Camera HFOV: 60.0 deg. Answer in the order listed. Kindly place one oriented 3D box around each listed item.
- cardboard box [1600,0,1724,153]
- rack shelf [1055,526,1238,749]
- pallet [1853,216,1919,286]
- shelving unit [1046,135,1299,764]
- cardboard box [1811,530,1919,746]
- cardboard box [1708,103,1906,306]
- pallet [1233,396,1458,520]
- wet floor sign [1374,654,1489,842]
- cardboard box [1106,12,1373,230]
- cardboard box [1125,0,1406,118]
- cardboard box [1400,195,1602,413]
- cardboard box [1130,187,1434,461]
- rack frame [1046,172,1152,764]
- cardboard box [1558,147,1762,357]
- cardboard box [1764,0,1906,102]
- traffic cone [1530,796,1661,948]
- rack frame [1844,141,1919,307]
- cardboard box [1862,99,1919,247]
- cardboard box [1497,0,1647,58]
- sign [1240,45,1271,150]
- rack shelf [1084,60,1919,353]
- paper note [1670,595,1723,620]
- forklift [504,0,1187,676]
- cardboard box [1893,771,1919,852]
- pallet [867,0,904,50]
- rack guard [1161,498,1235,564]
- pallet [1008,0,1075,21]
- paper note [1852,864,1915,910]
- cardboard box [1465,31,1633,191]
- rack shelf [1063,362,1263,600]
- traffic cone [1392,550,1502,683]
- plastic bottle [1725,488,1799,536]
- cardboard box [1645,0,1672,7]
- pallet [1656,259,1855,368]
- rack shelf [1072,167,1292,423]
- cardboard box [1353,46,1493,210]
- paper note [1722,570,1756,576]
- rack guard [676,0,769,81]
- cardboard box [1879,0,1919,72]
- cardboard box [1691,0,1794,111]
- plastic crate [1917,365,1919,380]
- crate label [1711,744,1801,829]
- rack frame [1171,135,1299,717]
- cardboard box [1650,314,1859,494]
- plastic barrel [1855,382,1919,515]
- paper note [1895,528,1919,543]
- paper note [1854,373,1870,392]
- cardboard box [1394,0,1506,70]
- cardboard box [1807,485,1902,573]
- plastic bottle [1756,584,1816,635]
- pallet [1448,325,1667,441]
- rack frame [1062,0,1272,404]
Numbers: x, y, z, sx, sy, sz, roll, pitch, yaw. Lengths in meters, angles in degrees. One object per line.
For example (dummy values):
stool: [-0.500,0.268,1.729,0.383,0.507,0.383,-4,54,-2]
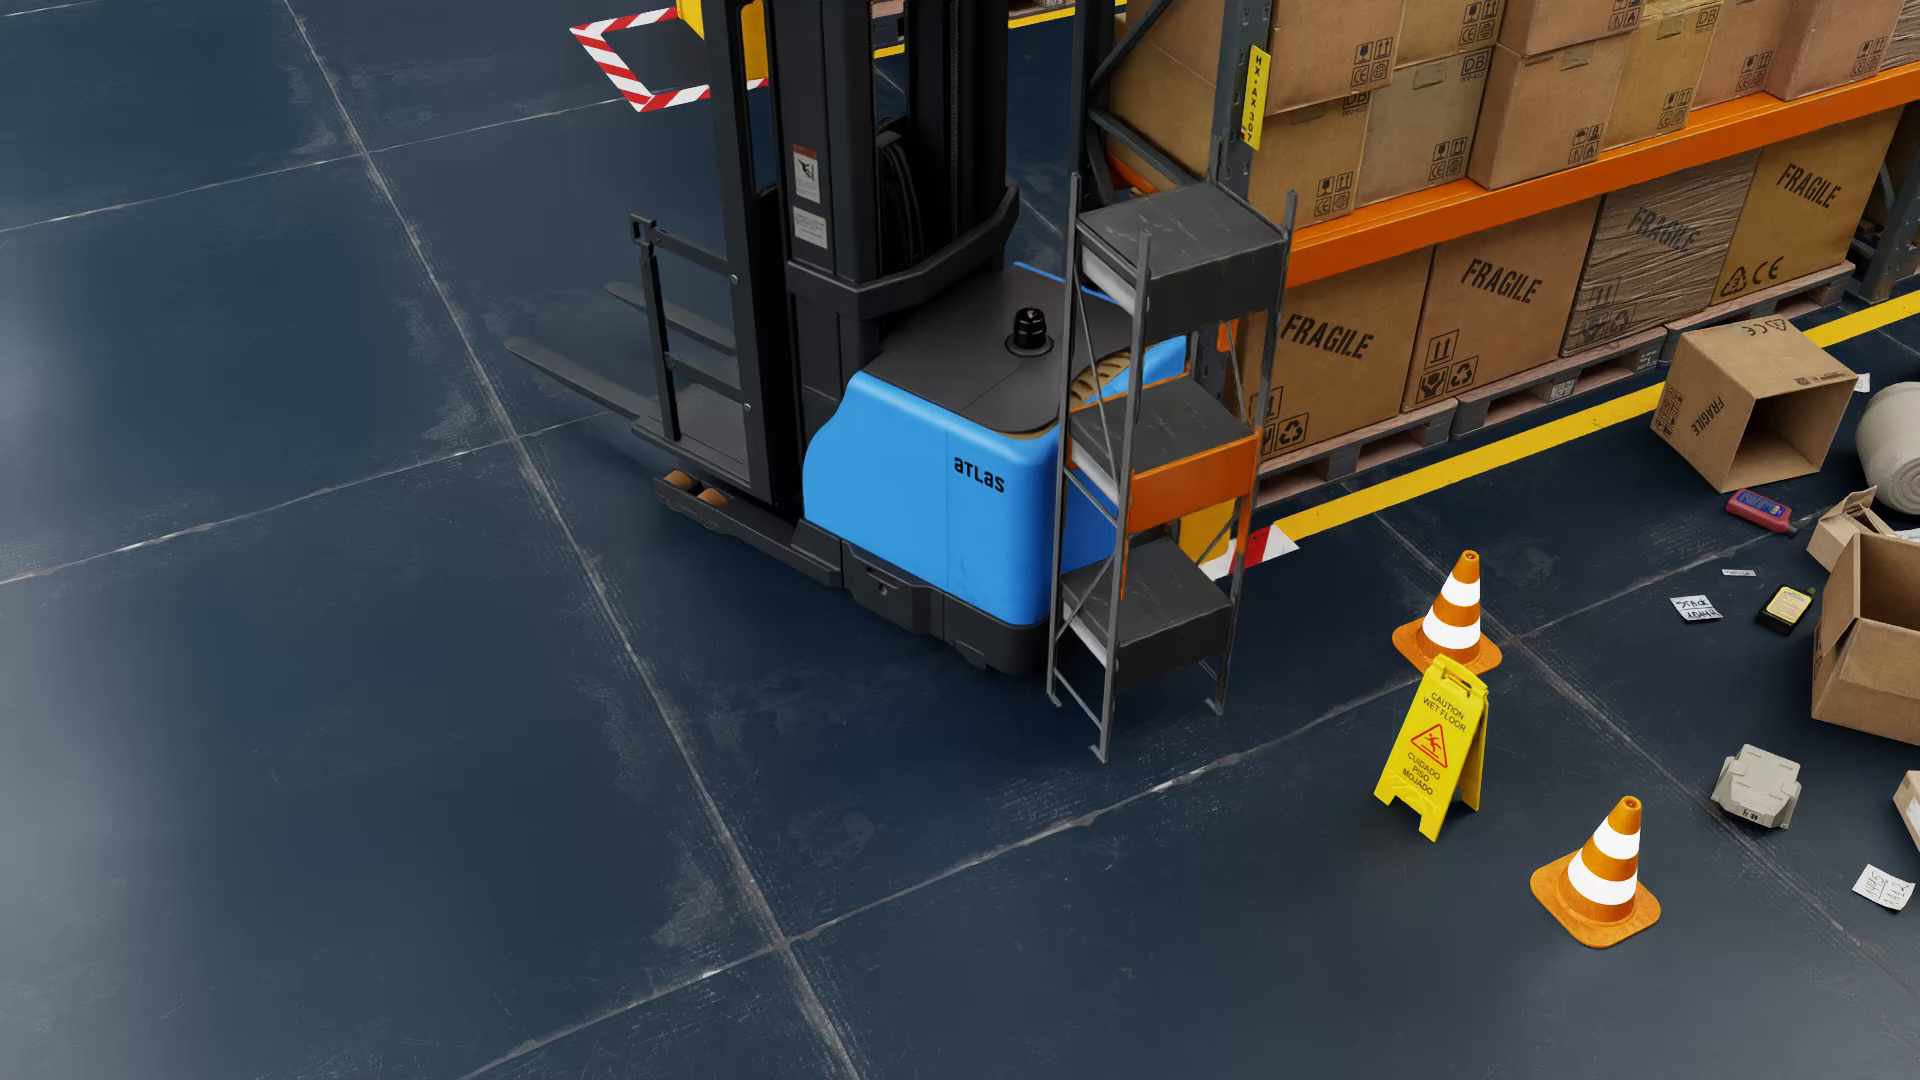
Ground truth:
cardboard box: [2.497,-2.038,6.720,0.500,0.550,0.875,-19,44,-21]
rack shelf: [0.632,0.339,5.829,0.480,0.518,0.431,-19,44,-21]
pallet: [4.902,-1.793,8.705,1.213,0.211,1.003,-19,44,-21]
shelving unit: [0.632,-0.206,5.368,0.503,2.100,0.431,-19,44,-21]
cardboard box: [3.470,0.394,5.895,0.797,0.503,0.637,15,42,17]
cardboard box: [3.663,-1.786,7.858,0.875,0.875,0.875,-18,43,-20]
pallet: [1.378,-0.609,7.307,1.213,0.211,1.003,-19,44,-21]
wet floor sign: [1.594,0.652,5.481,0.232,0.644,0.267,-26,47,-28]
cardboard box: [1.013,-1.584,6.184,0.550,0.550,0.875,-19,44,-21]
cardboard box: [1.052,-1.948,5.778,0.550,0.550,0.875,-19,44,-21]
cardboard box: [2.055,-1.244,7.217,0.875,0.875,0.875,-19,44,-21]
cardboard box: [1.276,-0.980,6.905,0.875,0.875,0.875,-18,44,-20]
rack frame: [0.417,-0.132,5.280,0.015,2.100,0.400,-19,44,-21]
cardboard box: [2.865,-1.515,7.537,0.875,0.875,0.875,-18,44,-20]
cardboard box: [3.454,-2.347,7.085,0.550,0.550,0.875,-19,44,-21]
traffic cone: [2.052,0.982,5.232,0.334,0.463,0.336,-19,44,-21]
rack frame: [4.253,-2.584,7.481,0.127,3.000,1.000,-19,44,-21]
cardboard box: [4.762,-2.123,8.352,0.750,0.750,1.050,-19,44,-21]
cardboard box: [2.057,-2.255,6.140,0.550,0.550,0.875,-19,44,-21]
sign: [0.956,-1.431,5.388,0.005,0.325,0.100,-19,44,-21]
rack shelf: [2.479,-1.713,7.008,4.000,0.370,1.077,-19,44,-21]
paper note: [2.843,0.261,6.419,0.142,0.017,0.144,-5,40,-6]
forklift: [-0.641,-1.404,6.140,3.031,2.935,1.130,26,47,28]
cardboard box: [3.310,0.956,5.506,0.250,0.149,0.380,2,40,2]
pallet: [-0.692,-3.443,10.654,1.213,0.211,1.003,-19,44,-21]
rack guard: [0.684,-0.429,6.870,0.348,0.500,1.175,-19,44,-21]
pallet: [0.388,-3.805,11.081,1.213,0.211,1.003,-19,44,-21]
paper note: [3.000,1.126,5.396,0.148,0.019,0.142,31,49,31]
cardboard box: [2.046,-1.856,6.505,0.550,0.550,0.875,-19,44,-21]
rack shelf: [0.632,-0.195,5.377,0.480,0.518,0.431,-19,44,-21]
traffic cone: [1.832,0.233,6.116,0.334,0.463,0.336,-19,44,-21]
plastic bottle: [3.313,-0.110,6.832,0.283,0.061,0.133,31,49,31]
cardboard box: [2.467,-2.487,6.415,0.500,0.550,0.875,-19,44,-21]
pallet: [3.542,-1.338,8.167,1.213,0.211,1.003,-19,44,-21]
rack shelf: [0.632,-0.730,4.924,0.480,0.518,0.431,-19,44,-21]
cardboard box: [1.491,-1.761,6.393,0.550,0.550,0.875,-19,44,-21]
paper note: [3.086,0.130,6.589,0.123,0.001,0.032,2,40,2]
rack guard: [-1.429,-3.331,10.299,0.348,0.500,1.175,-19,44,-21]
cardboard box: [3.931,-2.524,7.294,0.550,0.550,0.875,-19,44,-21]
cardboard box: [2.920,-2.254,6.975,0.550,0.550,0.875,-19,44,-21]
plastic crate: [4.704,-0.730,7.423,0.662,0.188,0.450,2,30,2]
crate label: [2.721,0.836,5.656,0.250,0.136,0.298,22,45,24]
rack frame: [0.847,-0.280,5.455,0.015,2.100,0.400,-19,44,-21]
cardboard box: [3.350,-0.580,7.046,0.500,0.500,0.500,-12,42,-13]
plastic barrel: [3.955,-0.383,6.875,0.421,0.421,0.512,8,41,10]
paper note: [3.894,0.006,6.725,0.155,0.023,0.172,-5,40,-6]
paper note: [4.075,-0.732,7.590,0.147,0.020,0.142,15,42,17]
cardboard box: [1.497,-2.165,6.034,0.550,0.550,0.875,-19,44,-21]
cardboard box: [3.579,0.028,6.512,0.258,0.266,0.396,-12,42,-13]
plastic bottle: [3.192,0.251,6.407,0.133,0.061,0.283,31,49,31]
pallet: [2.459,-0.971,7.734,1.213,0.211,1.003,-19,44,-21]
rack frame: [0.705,-1.390,6.071,0.127,3.000,1.000,-19,44,-21]
